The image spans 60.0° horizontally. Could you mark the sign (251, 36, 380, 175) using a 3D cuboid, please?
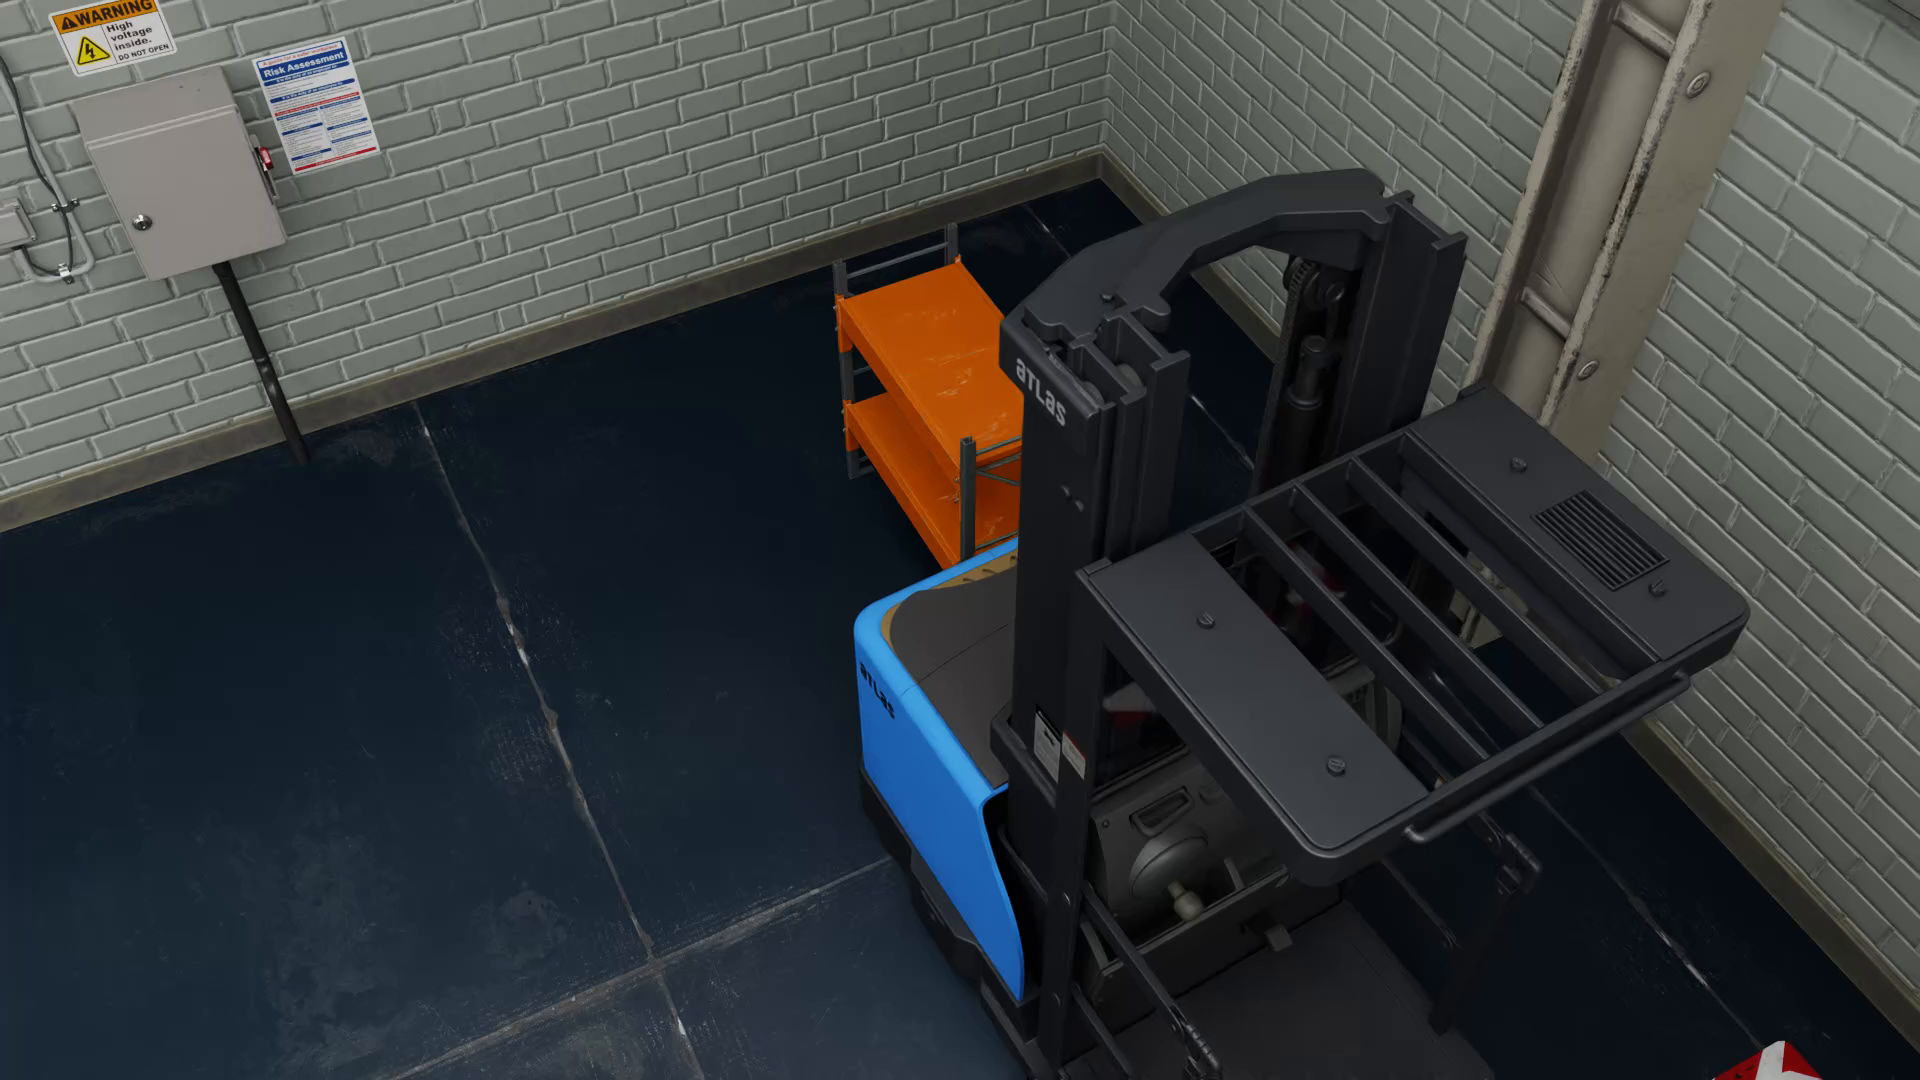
[{"bbox_3d":[-2.355,-1.588,6.102,0.329,0.494,0.001,-21,52,-18],"label":"sign"}]

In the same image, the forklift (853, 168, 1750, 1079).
[{"bbox_3d":[0.848,0.727,4.059,1.130,2.935,3.031,-24,53,-20],"label":"forklift"}]

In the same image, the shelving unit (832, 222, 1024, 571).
[{"bbox_3d":[-0.003,-0.375,6.223,0.538,1.125,1.048,-21,52,-18],"label":"shelving unit"}]

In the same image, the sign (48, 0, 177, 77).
[{"bbox_3d":[-2.844,-1.702,5.590,0.339,0.242,0.001,-21,52,-18],"label":"sign"}]

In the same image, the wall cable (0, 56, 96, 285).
[{"bbox_3d":[-3.378,-1.516,5.300,0.588,1.984,0.122,-21,52,-18],"label":"wall cable"}]

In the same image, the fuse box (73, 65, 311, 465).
[{"bbox_3d":[-2.700,-0.887,6.281,0.539,1.711,0.414,-21,52,-18],"label":"fuse box"}]

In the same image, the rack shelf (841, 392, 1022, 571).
[{"bbox_3d":[-0.003,-0.214,6.407,0.538,0.278,1.000,-21,52,-18],"label":"rack shelf"}]

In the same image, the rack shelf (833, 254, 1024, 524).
[{"bbox_3d":[-0.003,-0.568,6.003,0.538,0.278,1.000,-21,52,-18],"label":"rack shelf"}]

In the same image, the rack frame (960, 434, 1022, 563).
[{"bbox_3d":[0.230,-0.035,5.926,0.500,1.125,0.032,-21,52,-18],"label":"rack frame"}]

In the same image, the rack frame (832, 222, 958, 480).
[{"bbox_3d":[-0.236,-0.715,6.521,0.500,1.125,0.032,-21,52,-18],"label":"rack frame"}]

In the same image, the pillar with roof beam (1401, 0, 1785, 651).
[{"bbox_3d":[-1.882,-1.238,1.747,9.100,9.000,0.400,-21,52,-18],"label":"pillar with roof beam"}]
